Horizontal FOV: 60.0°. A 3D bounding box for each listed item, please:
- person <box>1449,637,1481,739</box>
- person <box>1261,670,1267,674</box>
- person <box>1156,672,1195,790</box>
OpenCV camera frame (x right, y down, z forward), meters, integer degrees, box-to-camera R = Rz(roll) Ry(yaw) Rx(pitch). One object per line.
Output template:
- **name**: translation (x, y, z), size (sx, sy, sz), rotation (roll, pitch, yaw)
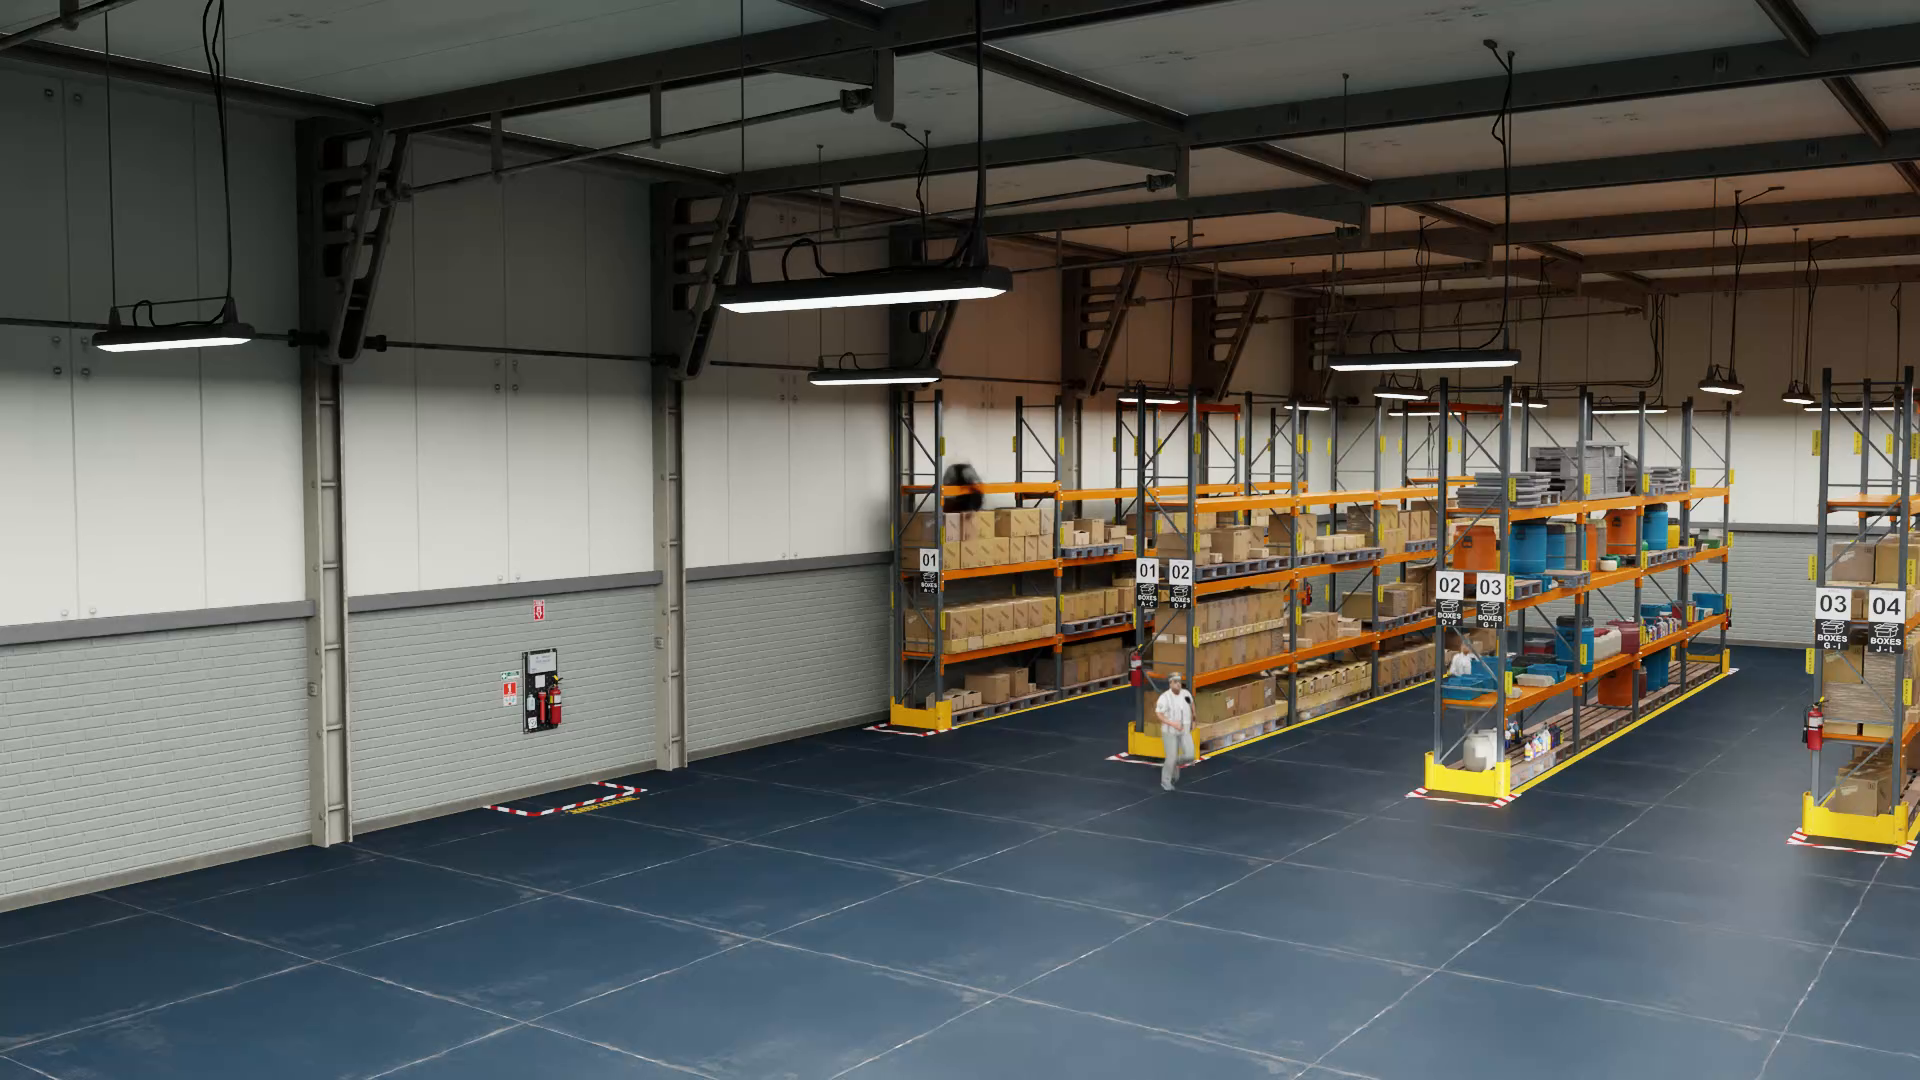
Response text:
- **person**: translation (8.752, 2.527, 28.730), size (0.594, 1.711, 0.739), rotation (2, 4, 37)
- **person**: translation (6.183, 2.205, 34.099), size (0.690, 1.848, 0.913), rotation (2, 4, 32)
- **person**: translation (3.177, 2.774, 24.158), size (0.695, 1.743, 0.672), rotation (-1, 3, -20)
